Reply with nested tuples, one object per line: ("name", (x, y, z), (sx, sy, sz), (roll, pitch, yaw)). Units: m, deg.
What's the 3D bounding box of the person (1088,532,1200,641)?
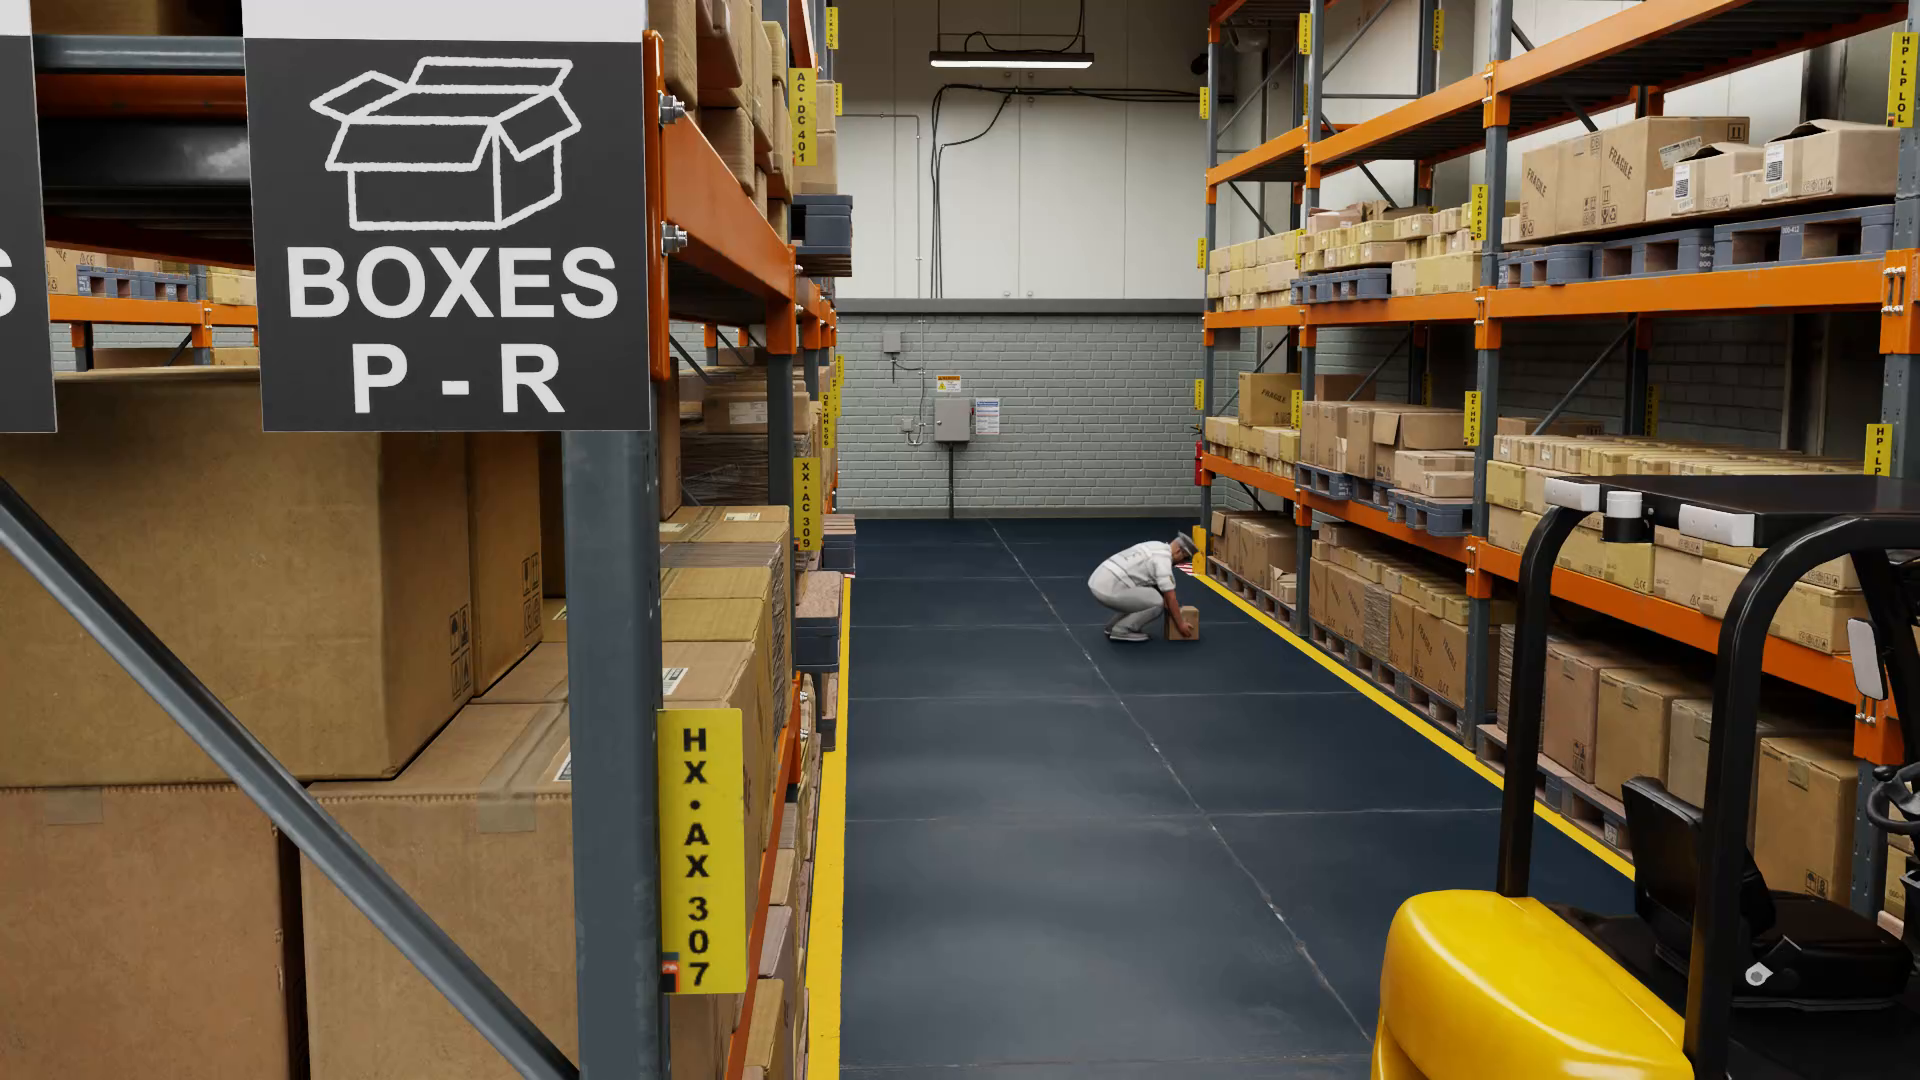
("person", (1.565, 0.389, 14.082), (0.955, 0.902, 0.558), (0, 7, -4))
